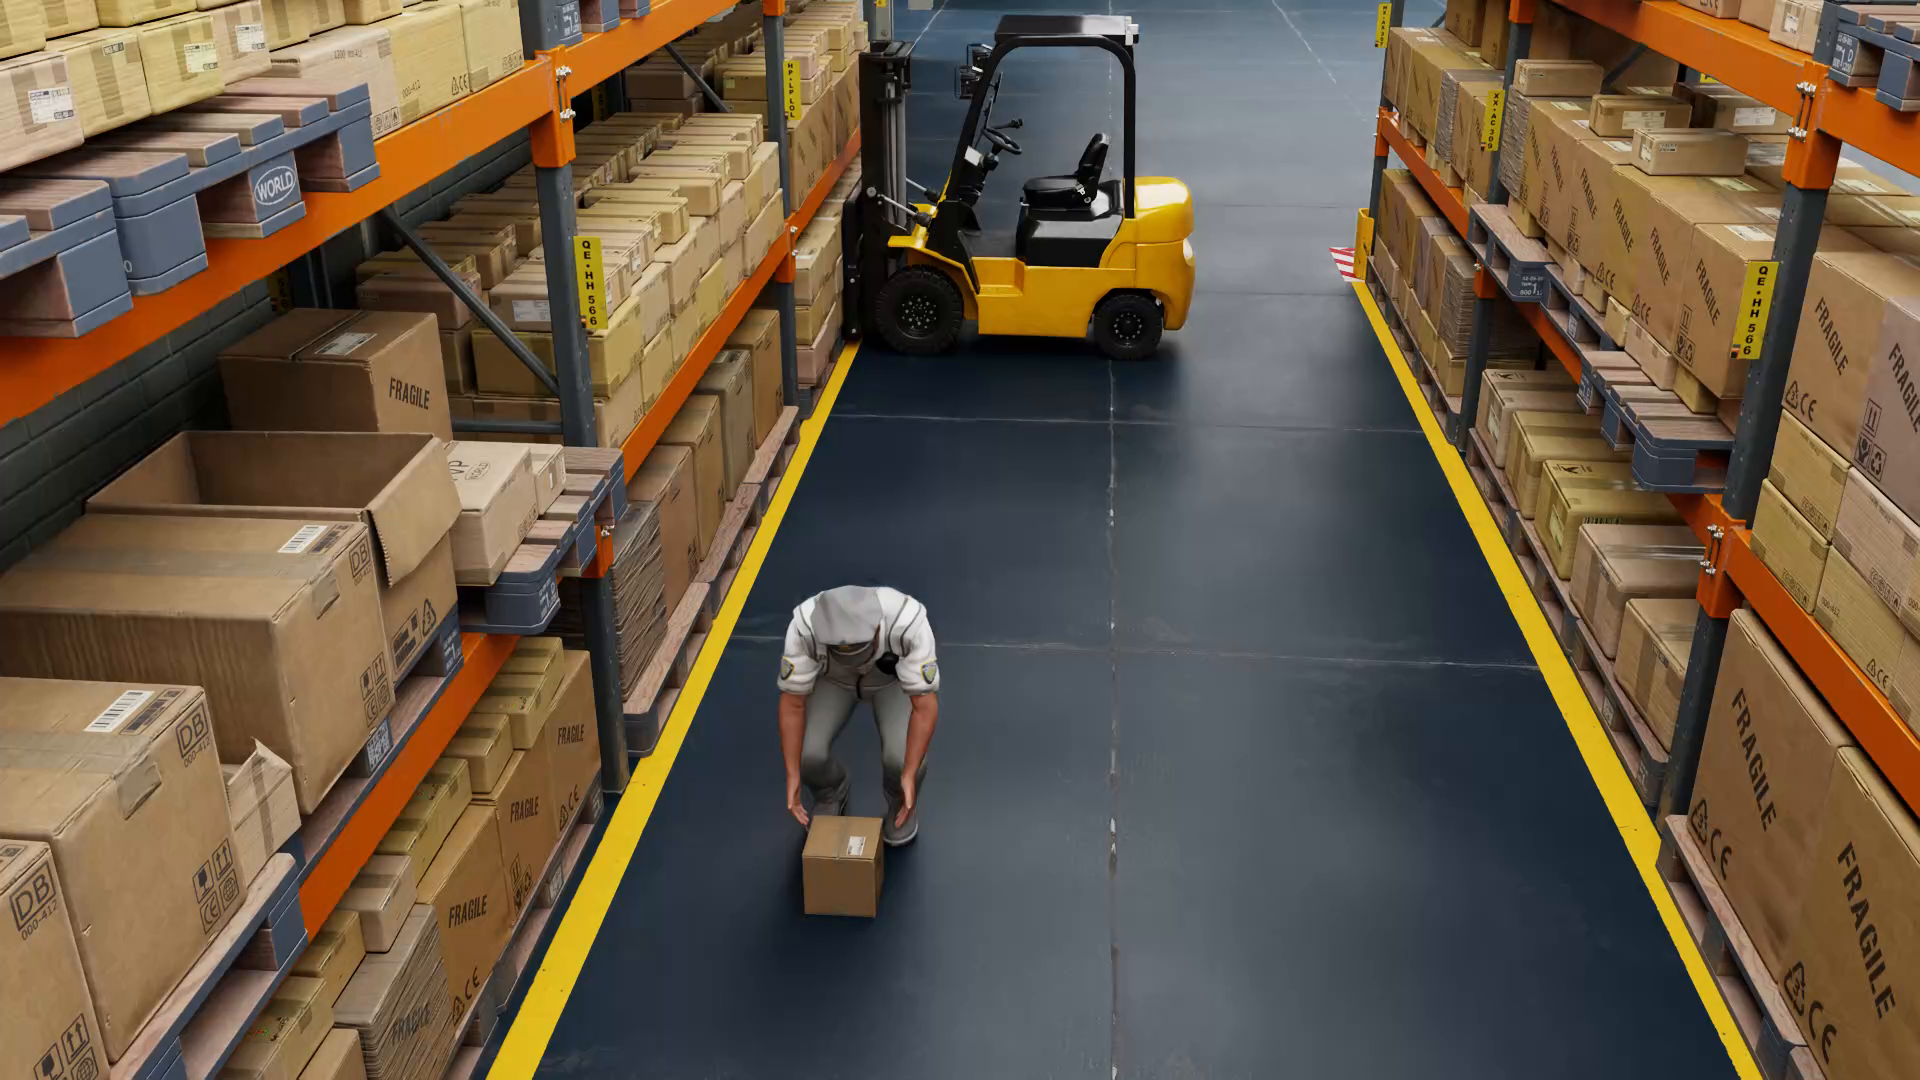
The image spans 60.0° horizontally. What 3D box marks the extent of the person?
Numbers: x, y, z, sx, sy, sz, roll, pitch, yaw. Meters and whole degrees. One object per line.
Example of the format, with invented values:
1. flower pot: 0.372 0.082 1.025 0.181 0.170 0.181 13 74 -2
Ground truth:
1. person: -0.392 0.624 5.929 0.430 1.171 0.720 3 25 8
